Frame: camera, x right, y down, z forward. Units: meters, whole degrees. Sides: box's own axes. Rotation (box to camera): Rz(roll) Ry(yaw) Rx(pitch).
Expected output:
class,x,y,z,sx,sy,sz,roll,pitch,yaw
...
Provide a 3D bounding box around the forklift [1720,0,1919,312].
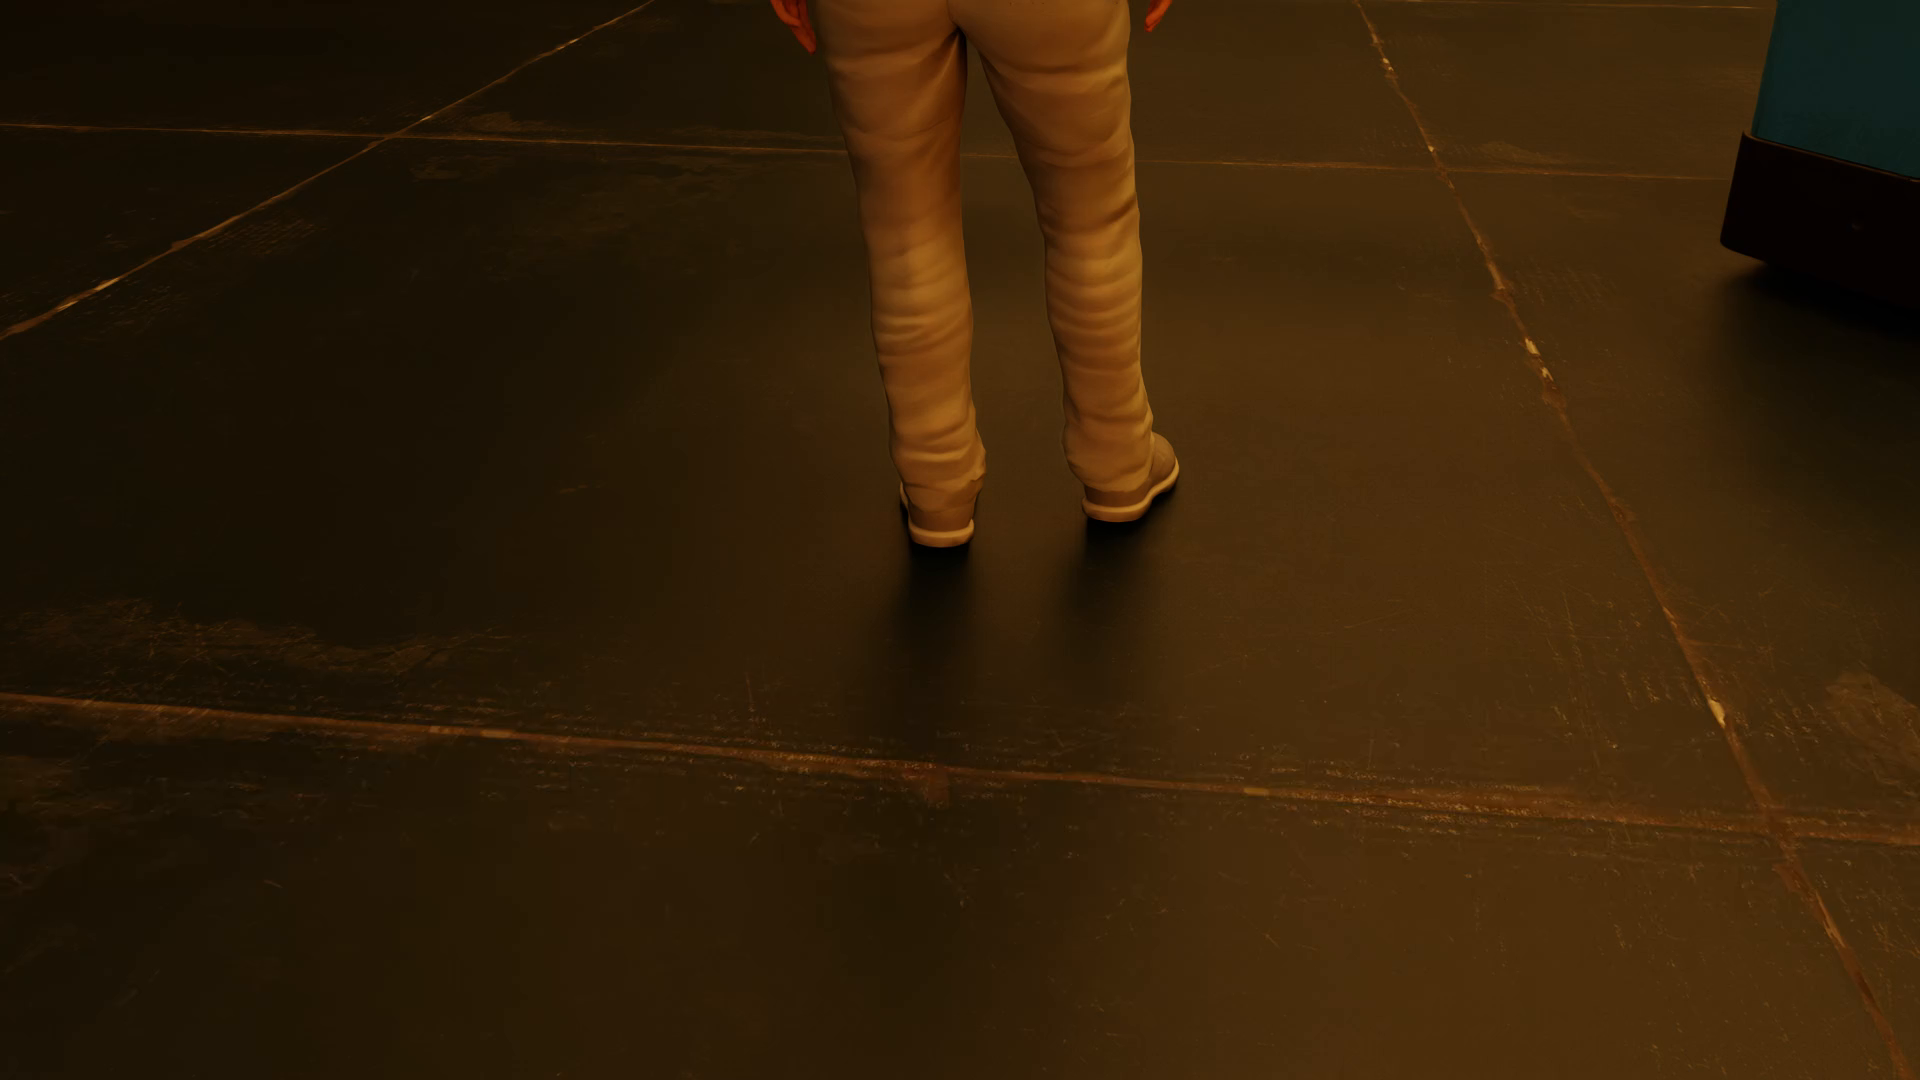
class,x,y,z,sx,sy,sz,roll,pitch,yaw
forklift,3.221,-1.983,3.191,3.031,2.935,1.130,-12,29,-22

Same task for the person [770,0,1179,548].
class,x,y,z,sx,sy,sz,roll,pitch,yaw
person,0.032,-0.785,2.190,0.599,1.670,0.529,3,27,7
